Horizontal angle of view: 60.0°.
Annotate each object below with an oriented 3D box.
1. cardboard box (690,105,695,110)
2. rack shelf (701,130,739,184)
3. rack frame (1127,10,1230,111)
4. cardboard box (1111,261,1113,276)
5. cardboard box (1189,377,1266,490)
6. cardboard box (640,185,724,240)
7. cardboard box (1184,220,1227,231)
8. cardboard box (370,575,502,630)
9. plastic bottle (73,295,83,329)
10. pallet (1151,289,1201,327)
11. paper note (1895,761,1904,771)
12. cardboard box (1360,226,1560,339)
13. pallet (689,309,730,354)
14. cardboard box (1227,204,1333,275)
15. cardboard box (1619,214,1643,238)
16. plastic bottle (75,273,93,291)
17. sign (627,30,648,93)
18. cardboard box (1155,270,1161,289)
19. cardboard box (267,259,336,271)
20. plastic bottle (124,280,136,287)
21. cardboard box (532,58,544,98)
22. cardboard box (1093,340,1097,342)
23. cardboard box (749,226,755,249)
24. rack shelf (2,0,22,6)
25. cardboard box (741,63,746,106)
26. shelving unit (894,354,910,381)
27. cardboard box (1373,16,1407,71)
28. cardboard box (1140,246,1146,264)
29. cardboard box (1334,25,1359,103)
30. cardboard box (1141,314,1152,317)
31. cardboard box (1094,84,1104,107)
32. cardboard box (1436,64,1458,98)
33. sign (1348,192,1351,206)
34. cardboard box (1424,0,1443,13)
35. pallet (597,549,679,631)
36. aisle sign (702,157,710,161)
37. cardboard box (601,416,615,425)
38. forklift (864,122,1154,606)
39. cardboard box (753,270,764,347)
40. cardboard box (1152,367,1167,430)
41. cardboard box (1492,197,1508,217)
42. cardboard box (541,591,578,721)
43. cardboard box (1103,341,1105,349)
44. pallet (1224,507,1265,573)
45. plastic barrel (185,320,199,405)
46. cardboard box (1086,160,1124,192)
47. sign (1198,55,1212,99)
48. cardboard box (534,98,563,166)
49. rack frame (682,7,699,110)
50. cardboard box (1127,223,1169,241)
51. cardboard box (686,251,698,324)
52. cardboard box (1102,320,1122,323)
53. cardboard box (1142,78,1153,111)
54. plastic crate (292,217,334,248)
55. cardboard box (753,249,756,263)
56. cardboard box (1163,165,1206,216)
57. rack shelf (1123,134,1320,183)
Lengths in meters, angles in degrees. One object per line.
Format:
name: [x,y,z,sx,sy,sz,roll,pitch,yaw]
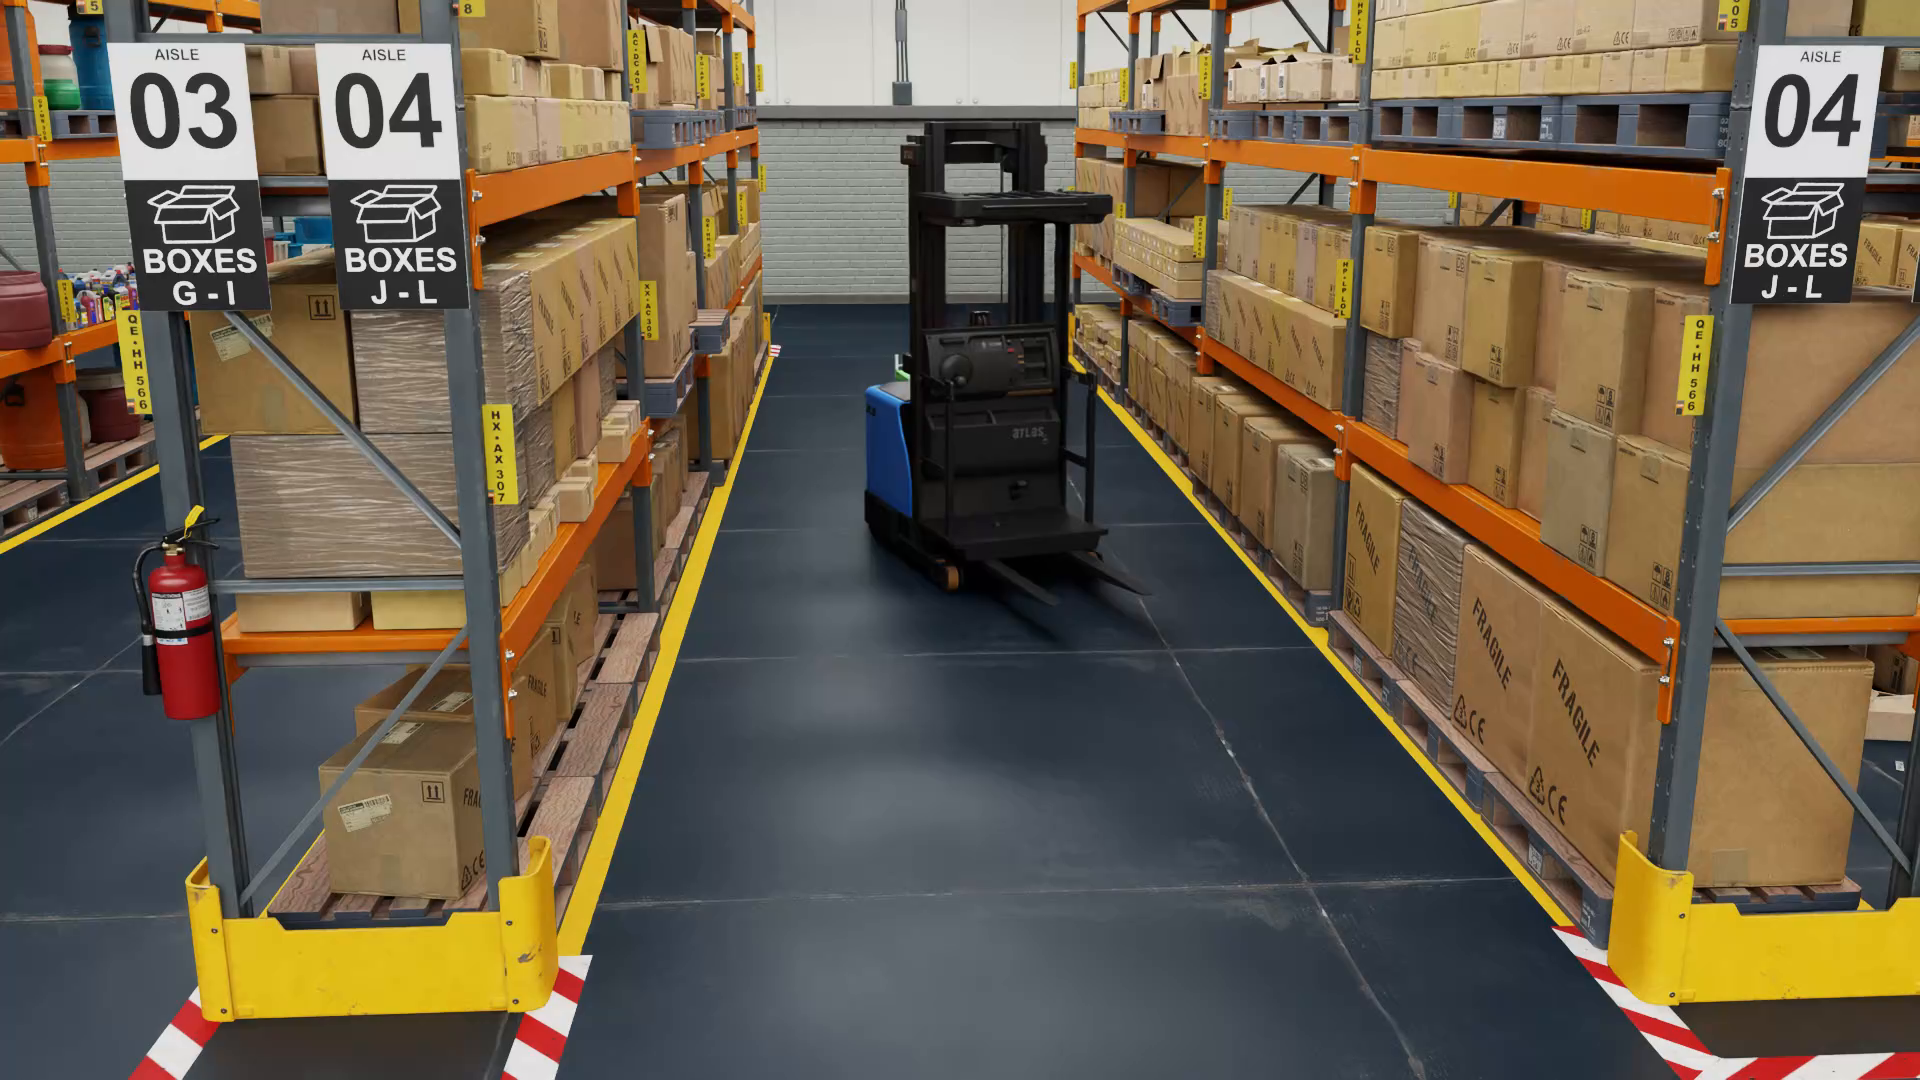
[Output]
cardboard box: [-2.240,-3.101,12.341,0.500,0.250,0.500,-1,14,-3]
rack shelf: [-2.639,-3.437,14.789,1.077,0.370,4.000,-1,14,-3]
rack frame: [2.194,-5.787,16.459,1.000,3.000,0.127,-1,14,-3]
cardboard box: [1.818,-2.890,17.742,0.380,0.149,0.250,-1,14,-5]
cardboard box: [2.390,-0.848,12.974,1.050,0.750,0.750,-1,14,-4]
cardboard box: [-2.715,-3.206,16.252,0.797,0.503,0.637,-1,14,-5]
cardboard box: [2.431,-3.088,16.476,0.380,0.149,0.250,-1,14,-5]
cardboard box: [-1.799,0.201,5.729,0.380,0.149,0.250,-1,14,-3]
plastic bottle: [-7.142,-1.839,13.411,0.097,0.271,0.097,0,14,0]
pallet: [2.292,-1.970,14.047,1.213,0.211,1.003,-1,14,-3]
paper note: [4.441,1.068,7.857,0.032,0.001,0.123,7,16,26]
cardboard box: [2.678,-1.395,8.962,0.875,0.550,0.550,-1,14,-3]
pallet: [-2.364,-1.567,12.482,1.213,0.211,1.003,-1,14,-3]
cardboard box: [2.460,-2.308,12.769,0.700,0.500,0.500,-1,14,-4]
cardboard box: [6.928,-3.276,16.532,0.500,0.500,0.500,-1,14,-4]
plastic bottle: [-7.986,-2.285,15.136,0.152,0.276,0.135,-1,14,-3]
sign: [-1.726,-2.554,8.876,0.100,0.325,0.005,-1,14,-3]
cardboard box: [1.911,-2.272,14.498,0.380,0.149,0.250,-1,14,-4]
cardboard box: [-2.336,-0.780,6.233,0.500,0.500,0.500,-1,14,-3]
plastic bottle: [-7.248,-2.156,14.637,0.152,0.276,0.135,-1,14,-3]
cardboard box: [-1.852,-1.815,6.542,0.380,0.149,0.250,-2,15,-6]
cardboard box: [1.797,-2.311,19.868,0.380,0.149,0.250,-1,14,-3]
cardboard box: [-2.653,-3.527,19.420,0.500,0.250,0.500,-1,14,-5]
rack shelf: [-7.334,-3.625,10.302,1.077,0.370,4.000,-1,14,-3]
cardboard box: [-2.925,-5.450,19.923,0.700,0.500,0.500,-2,15,-7]
shelving unit: [-0.318,-0.786,12.673,0.258,1.200,0.503,-4,15,-14]
cardboard box: [2.441,-2.542,8.528,0.500,0.250,0.500,-1,14,-3]
cardboard box: [1.859,-2.613,15.229,0.380,0.149,0.250,-1,14,-5]
cardboard box: [2.829,-3.212,11.226,0.500,0.500,0.500,-1,14,-3]
cardboard box: [2.358,-2.602,19.806,0.380,0.149,0.250,0,14,-1]
cardboard box: [1.800,-5.004,18.733,0.500,0.250,0.500,-1,14,-6]
cardboard box: [2.438,-2.126,7.711,0.380,0.149,0.250,-1,14,-4]
sign: [6.456,-5.525,26.939,0.327,0.218,0.001,-1,14,-3]
cardboard box: [2.422,-2.576,7.858,0.380,0.149,0.250,-1,14,-4]
pallet: [-2.317,0.316,10.374,1.003,0.211,1.213,-1,14,-3]
aisle sign: [-3.314,-5.097,20.601,0.394,0.787,0.004,-1,14,-3]
cardboard box: [-1.999,-0.545,8.628,0.380,0.149,0.250,-1,14,-3]
forklift: [0.298,-1.206,10.833,1.130,2.935,3.031,-5,15,-20]
cardboard box: [-2.891,-2.842,20.472,0.875,0.875,0.875,-1,14,-3]
cardboard box: [2.063,-1.300,15.232,0.500,0.500,0.500,-2,15,-6]
cardboard box: [6.705,-4.131,19.854,0.500,0.500,0.500,-1,14,-4]
cardboard box: [-2.122,0.562,7.996,0.500,0.500,0.500,-2,15,-8]
cardboard box: [1.845,-2.249,19.030,0.380,0.149,0.250,-2,15,-6]
pallet: [2.488,-0.037,11.745,1.003,0.211,1.213,-1,14,-3]
plastic barrel: [-7.689,-1.805,16.392,0.600,0.901,0.708,-1,14,-3]
cardboard box: [1.757,-4.182,19.458,0.500,0.500,0.500,-1,14,-5]
sign: [1.900,-3.582,12.872,0.100,0.325,0.005,-1,14,-3]
cardboard box: [-1.856,-1.601,6.511,0.500,0.250,0.500,-1,14,-4]
rack frame: [-2.515,-4.741,12.393,1.000,3.000,0.127,-1,14,-3]
cardboard box: [1.809,-2.951,15.945,0.380,0.149,0.250,-1,14,-4]
cardboard box: [-2.307,-1.816,12.022,0.700,0.500,0.500,1,14,5]
cardboard box: [1.852,-2.464,19.267,0.380,0.149,0.250,-1,14,-3]
cardboard box: [2.039,-4.273,15.928,0.500,0.311,0.500,-1,14,-4]
plastic crate: [-7.747,-3.714,20.252,0.616,0.435,0.499,-1,14,-3]
cardboard box: [-2.578,-3.301,19.342,0.380,0.149,0.250,-1,14,-3]
cardboard box: [2.409,-3.674,17.483,0.500,0.500,0.500,-1,14,-2]
rack shelf: [2.318,-3.489,14.989,1.077,0.370,4.000,-1,14,-3]
